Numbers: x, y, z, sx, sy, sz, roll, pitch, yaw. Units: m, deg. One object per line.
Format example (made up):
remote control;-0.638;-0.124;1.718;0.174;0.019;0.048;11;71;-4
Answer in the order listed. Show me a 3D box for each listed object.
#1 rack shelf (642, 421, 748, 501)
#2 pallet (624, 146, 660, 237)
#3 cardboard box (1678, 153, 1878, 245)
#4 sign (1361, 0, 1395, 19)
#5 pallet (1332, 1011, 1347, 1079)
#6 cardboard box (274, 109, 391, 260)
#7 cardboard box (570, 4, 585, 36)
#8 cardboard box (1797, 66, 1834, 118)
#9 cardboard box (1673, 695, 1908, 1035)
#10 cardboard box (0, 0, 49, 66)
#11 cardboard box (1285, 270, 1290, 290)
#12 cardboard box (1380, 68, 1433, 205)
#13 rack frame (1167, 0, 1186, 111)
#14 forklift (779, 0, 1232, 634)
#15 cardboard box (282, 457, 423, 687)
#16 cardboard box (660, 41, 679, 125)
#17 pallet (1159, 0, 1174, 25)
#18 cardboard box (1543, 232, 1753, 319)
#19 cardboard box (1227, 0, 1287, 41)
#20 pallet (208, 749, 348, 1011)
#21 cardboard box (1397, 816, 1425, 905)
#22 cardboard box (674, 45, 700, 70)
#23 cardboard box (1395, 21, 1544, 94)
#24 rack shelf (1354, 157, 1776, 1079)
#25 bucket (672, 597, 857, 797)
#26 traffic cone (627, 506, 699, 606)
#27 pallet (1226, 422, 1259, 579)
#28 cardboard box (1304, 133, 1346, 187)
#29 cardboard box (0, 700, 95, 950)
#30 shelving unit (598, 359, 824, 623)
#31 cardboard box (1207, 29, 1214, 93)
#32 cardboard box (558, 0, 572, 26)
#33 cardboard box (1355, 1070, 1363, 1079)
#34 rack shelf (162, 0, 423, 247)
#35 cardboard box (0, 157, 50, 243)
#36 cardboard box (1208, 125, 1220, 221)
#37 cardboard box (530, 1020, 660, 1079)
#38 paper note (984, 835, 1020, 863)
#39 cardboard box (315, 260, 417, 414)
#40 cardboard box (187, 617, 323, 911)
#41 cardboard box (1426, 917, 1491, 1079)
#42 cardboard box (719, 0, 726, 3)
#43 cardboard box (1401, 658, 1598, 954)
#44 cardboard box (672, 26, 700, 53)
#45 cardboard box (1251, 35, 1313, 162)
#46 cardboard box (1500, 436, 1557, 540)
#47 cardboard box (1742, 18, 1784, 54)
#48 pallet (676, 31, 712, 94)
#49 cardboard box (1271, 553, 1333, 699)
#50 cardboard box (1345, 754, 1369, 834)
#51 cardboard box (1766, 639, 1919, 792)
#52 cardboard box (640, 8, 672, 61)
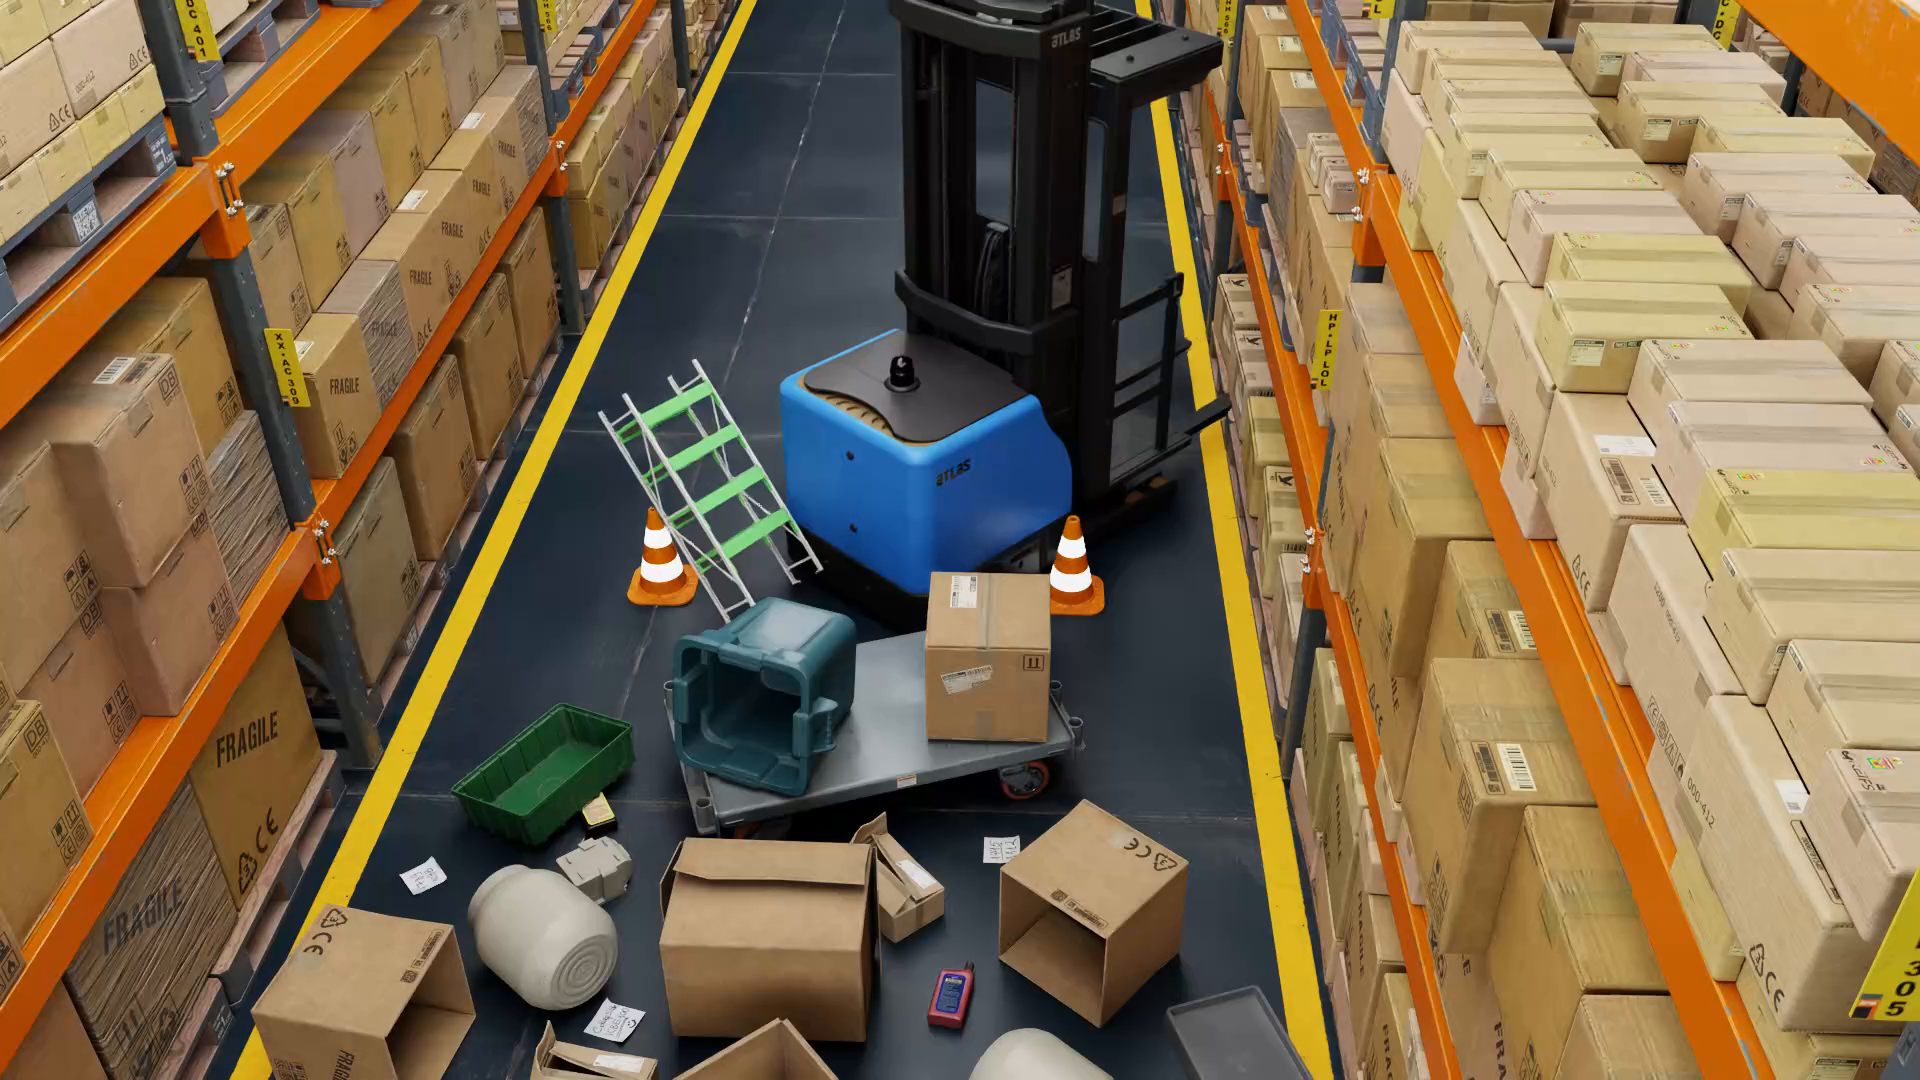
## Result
rack shelf;-1.284;-0.379;8.018;0.258;0.148;0.480;-26;8;43
pallet;-2.806;-2.568;12.166;1.003;0.211;1.213;1;35;2
cardboard box;2.078;-0.871;4.243;0.380;0.149;0.250;1;35;1
sign;1.344;-1.817;5.272;0.100;0.325;0.005;1;35;2
pallet;1.861;2.024;5.632;1.003;0.211;1.213;1;35;2
cardboard box;-2.998;-1.584;7.384;0.700;0.500;0.500;2;35;2
cardboard box;-2.640;-3.346;10.702;0.380;0.149;0.250;3;35;4
cardboard box;6.936;-3.567;12.971;0.500;0.500;0.500;3;35;4
cardboard box;1.490;0.504;2.633;0.500;0.250;0.500;1;35;1
cardboard box;-2.768;-1.419;4.570;0.380;0.149;0.250;1;35;2
cardboard box;1.699;-1.163;7.595;0.380;0.149;0.250;1;35;2
cardboard box;1.608;-1.247;5.125;0.500;0.250;0.500;1;35;1
rack frame;2.221;-4.803;12.921;1.000;3.000;0.127;1;35;2
forklift;0.522;-1.482;8.256;3.031;2.935;1.130;-30;45;-35
cardboard box;-3.116;0.127;7.497;1.050;0.750;0.750;1;35;2
cardboard box;-2.508;-3.577;12.985;0.500;0.500;0.500;1;35;1
pallet;2.375;-4.800;15.341;1.003;0.211;1.213;1;35;2
cardboard box;1.581;-0.589;3.841;0.380;0.149;0.250;2;35;3
cardboard box;1.819;-3.258;9.766;0.500;0.500;0.500;0;35;1
pallet;-3.160;1.313;6.643;1.003;0.211;1.213;1;35;2
cardboard box;1.523;0.950;4.954;0.380;0.149;0.250;1;35;2
cardboard box;-2.394;-4.066;13.987;0.380;0.149;0.250;0;35;0
cardboard box;1.560;-1.484;5.114;0.380;0.149;0.250;1;35;1
rack shelf;1.819;0.010;4.090;1.077;0.370;4.000;1;35;2
bucket;-0.753;0.586;6.778;0.726;0.611;0.620;13;27;18
traffic cone;-1.488;0.040;8.237;0.336;0.463;0.334;1;35;2
pallet;1.975;-0.216;8.819;1.003;0.211;1.213;1;35;2
cardboard box;1.694;-1.631;7.133;0.380;0.149;0.250;0;35;0
cardboard box;-3.114;0.819;4.791;0.875;0.550;0.500;1;35;2
shelving unit;-1.194;-0.229;8.036;0.258;1.200;0.503;-26;8;43
cardboard box;1.826;-3.034;10.534;0.500;0.250;0.500;2;35;3
cardboard box;-2.654;-3.334;10.425;0.380;0.149;0.250;0;35;0
cardboard box;1.546;1.976;5.301;0.500;0.250;0.500;0;35;0
rack shelf;-2.971;-2.345;7.440;1.077;0.370;4.000;1;35;2
cardboard box;-2.775;-0.943;4.586;0.380;0.149;0.250;1;35;2
cardboard box;2.211;-2.714;11.432;0.875;0.875;0.875;2;35;2
cardboard box;-1.280;1.886;5.781;0.396;0.266;0.258;7;36;10
paper note;0.173;1.273;6.857;0.148;0.019;0.142;1;35;2
cardboard box;-2.741;-0.890;7.266;0.500;0.500;0.500;2;35;2
cardboard box;-3.146;0.795;6.439;0.875;0.875;0.875;2;35;3
cardboard box;1.533;1.036;4.267;0.500;0.500;0.500;1;35;2
cardboard box;-2.363;-5.109;15.470;0.380;0.149;0.250;2;35;3
cardboard box;1.486;0.636;3.967;0.700;0.500;0.500;1;35;1
cardboard box;-2.395;-4.187;13.900;0.380;0.149;0.250;3;35;4
cardboard box;1.797;-2.286;8.629;0.500;0.500;0.500;3;35;4
cardboard box;1.491;-0.128;3.878;0.380;0.149;0.250;1;35;1
cardboard box;6.924;-4.275;14.183;0.396;0.266;0.258;3;35;4
pallet;-2.738;-4.105;14.353;1.003;0.211;1.213;1;35;2
cardboard box;1.918;0.396;7.444;0.950;0.372;0.625;2;35;2
cardboard box;1.522;0.873;5.655;0.380;0.149;0.250;3;35;4
cardboard box;1.506;0.293;2.587;0.380;0.149;0.250;2;35;3
cardboard box;-2.507;-3.881;12.766;0.500;0.250;0.500;0;35;1
